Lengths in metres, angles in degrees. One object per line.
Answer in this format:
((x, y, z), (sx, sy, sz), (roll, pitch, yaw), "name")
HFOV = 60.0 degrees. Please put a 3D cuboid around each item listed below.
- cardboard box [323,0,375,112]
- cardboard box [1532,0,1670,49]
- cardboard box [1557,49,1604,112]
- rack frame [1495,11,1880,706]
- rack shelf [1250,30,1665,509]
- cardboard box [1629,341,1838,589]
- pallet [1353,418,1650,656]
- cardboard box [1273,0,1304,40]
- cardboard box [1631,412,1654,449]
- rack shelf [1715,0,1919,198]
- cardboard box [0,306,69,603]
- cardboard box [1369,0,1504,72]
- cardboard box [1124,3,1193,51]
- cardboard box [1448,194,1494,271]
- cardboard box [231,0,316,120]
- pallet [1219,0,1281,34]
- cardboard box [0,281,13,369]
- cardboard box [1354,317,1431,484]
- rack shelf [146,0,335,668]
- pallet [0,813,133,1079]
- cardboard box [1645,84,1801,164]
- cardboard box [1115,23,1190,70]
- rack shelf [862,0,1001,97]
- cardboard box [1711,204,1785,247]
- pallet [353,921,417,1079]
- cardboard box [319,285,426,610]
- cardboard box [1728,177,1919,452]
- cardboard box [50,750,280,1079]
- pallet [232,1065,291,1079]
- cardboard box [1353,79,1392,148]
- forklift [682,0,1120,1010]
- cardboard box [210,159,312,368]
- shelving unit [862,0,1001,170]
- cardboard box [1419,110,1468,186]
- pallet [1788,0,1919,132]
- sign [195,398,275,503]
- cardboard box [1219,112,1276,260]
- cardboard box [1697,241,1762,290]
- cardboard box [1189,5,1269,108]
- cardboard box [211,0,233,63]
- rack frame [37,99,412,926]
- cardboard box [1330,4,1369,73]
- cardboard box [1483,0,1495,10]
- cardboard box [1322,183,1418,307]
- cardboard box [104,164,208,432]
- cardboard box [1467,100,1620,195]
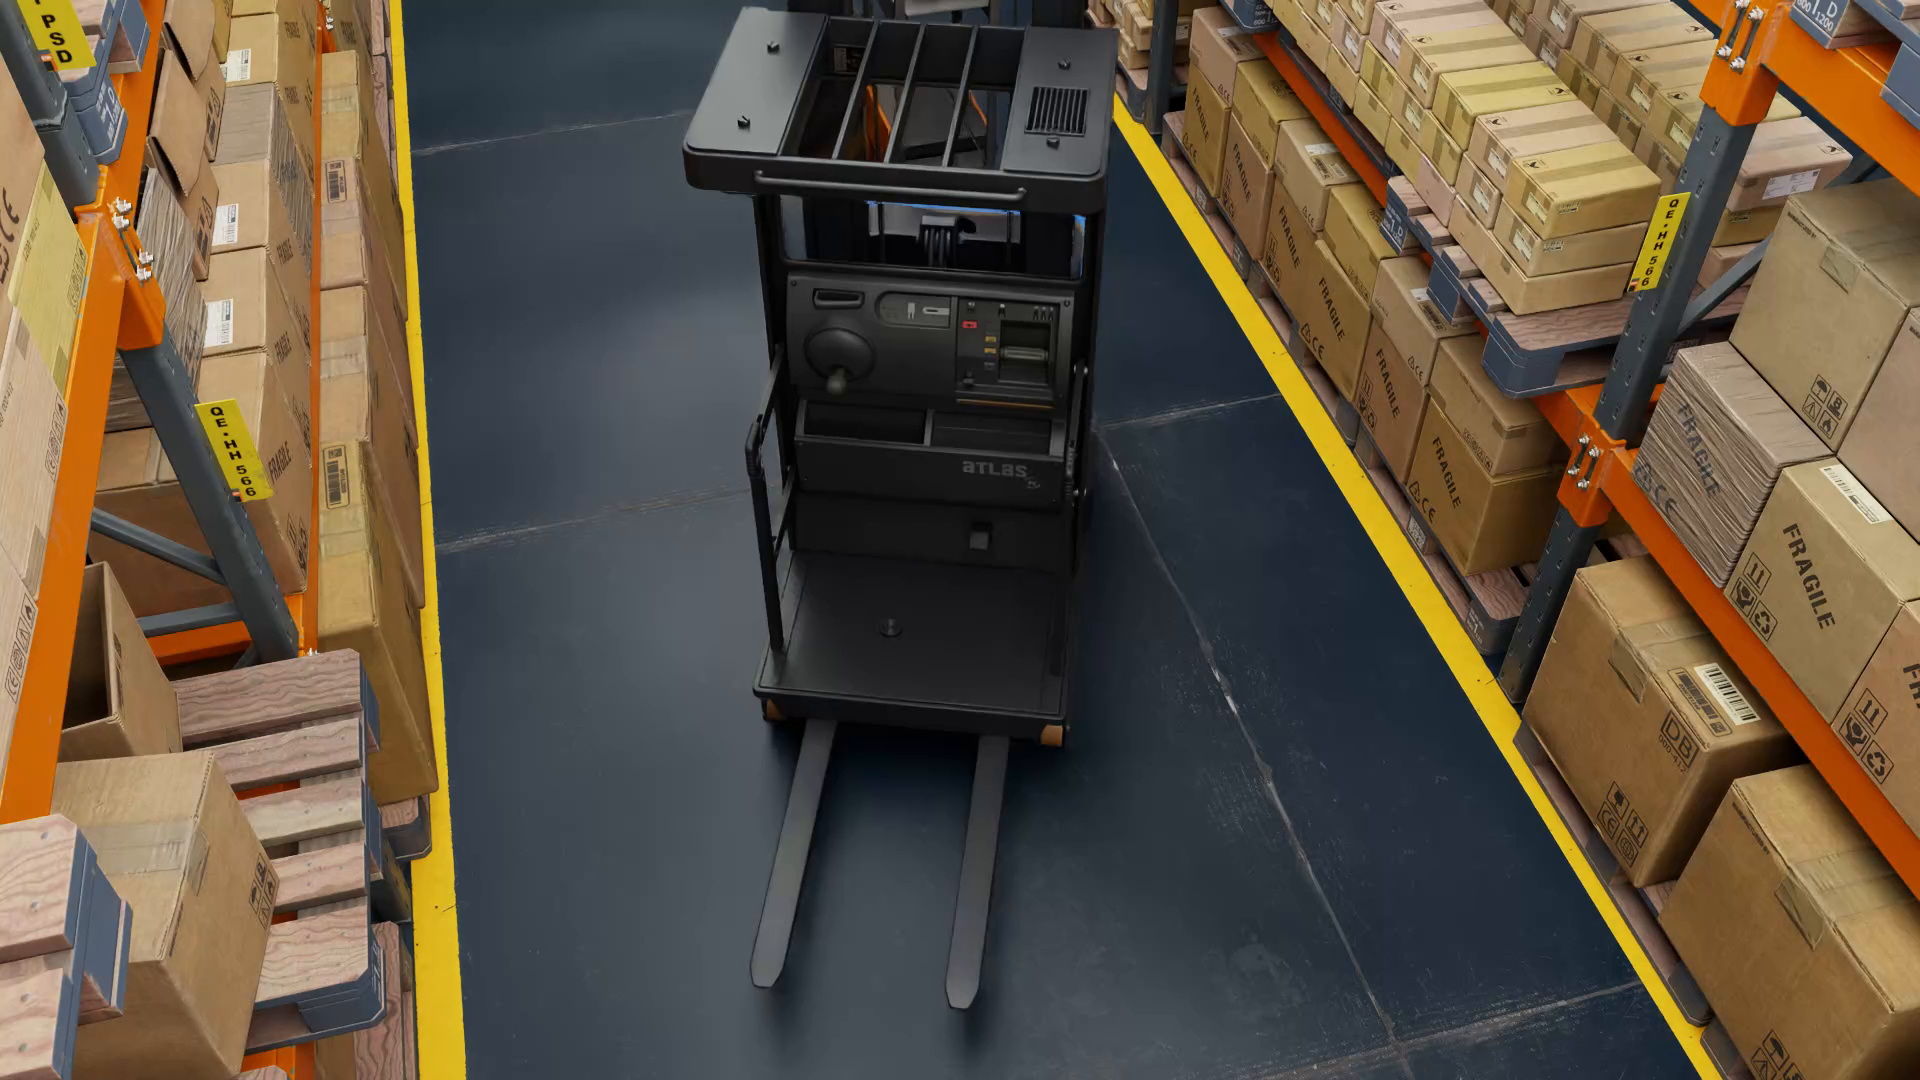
((-3.430, -2.368, 8.165), (0.875, 0.875, 0.875), (-11, 47, -10), "cardboard box")
((2.307, -1.917, 5.994), (0.380, 0.149, 0.250), (-9, 46, -8), "cardboard box")
((2.369, -1.649, 5.939), (0.380, 0.149, 0.250), (-11, 47, -10), "cardboard box")
((2.507, -0.570, 5.209), (1.000, 3.000, 0.127), (-11, 47, -10), "rack frame")
((1.995, -1.699, 6.819), (1.077, 0.370, 4.000), (-11, 47, -10), "rack shelf")
((2.361, -0.246, 4.821), (0.500, 0.500, 0.500), (-10, 46, -10), "cardboard box")
((2.308, -0.134, 6.734), (1.003, 0.211, 1.213), (-11, 47, -10), "pallet")
((1.478, -2.134, 6.623), (0.380, 0.149, 0.250), (-11, 47, -11), "cardboard box")
((2.564, -0.625, 6.194), (0.500, 0.250, 0.500), (-13, 47, -12), "cardboard box")
((3.019, 0.012, 3.041), (1.077, 0.370, 4.000), (-11, 47, -10), "rack shelf")
((-1.815, -0.107, 2.760), (0.500, 0.250, 0.500), (-11, 47, -10), "cardboard box")
((1.681, -1.798, 5.877), (0.380, 0.149, 0.250), (-11, 47, -10), "cardboard box")
((1.095, -2.745, 8.833), (0.380, 0.149, 0.250), (-10, 46, -10), "cardboard box")
((1.874, -1.058, 5.568), (0.380, 0.149, 0.250), (-11, 47, -10), "cardboard box")
((-2.834, -1.914, 6.456), (0.500, 0.500, 0.500), (-9, 46, -9), "cardboard box")
((1.538, -2.711, 7.440), (1.003, 0.211, 1.213), (-11, 47, -10), "pallet")
((-1.808, -0.357, 2.480), (0.500, 0.500, 0.500), (-11, 47, -10), "cardboard box")
((1.956, -0.608, 6.702), (0.500, 0.500, 0.500), (-9, 46, -9), "cardboard box")
((-2.826, -0.862, 5.998), (1.077, 0.370, 4.000), (-11, 47, -10), "rack shelf")
((-1.613, 0.883, 1.816), (1.213, 0.211, 1.003), (-11, 47, -10), "pallet")
((2.504, -1.377, 5.465), (0.380, 0.149, 0.250), (-12, 47, -11), "cardboard box")
((1.053, -2.690, 8.988), (0.380, 0.149, 0.250), (-10, 46, -10), "cardboard box")
((-0.116, -2.072, 6.344), (0.431, 0.518, 0.480), (-12, 47, -12), "rack shelf")
((2.577, -1.104, 5.405), (0.380, 0.149, 0.250), (-9, 46, -9), "cardboard box")
((-2.115, 1.783, 4.855), (1.003, 0.211, 1.213), (-11, 47, -10), "pallet")
((-2.691, -0.234, 6.072), (1.225, 0.875, 0.875), (-11, 47, -10), "cardboard box")
((2.612, -0.644, 4.510), (0.700, 0.500, 0.500), (-11, 47, -11), "cardboard box")
((-1.897, 0.817, 3.485), (0.700, 0.500, 0.500), (-4, 46, -4), "cardboard box")
((-1.768, 1.693, 3.125), (1.003, 0.211, 1.213), (-11, 47, -10), "pallet")
((1.677, -1.593, 6.093), (0.380, 0.149, 0.250), (-13, 47, -12), "cardboard box")
((-0.124, -0.548, 5.235), (1.130, 2.935, 3.031), (5, 46, 5), "forklift")
((-2.444, -0.862, 5.425), (0.500, 0.500, 0.500), (-11, 47, -11), "cardboard box")
((-0.126, -1.589, 6.832), (0.431, 2.100, 0.503), (-12, 47, -12), "shelving unit")
((1.800, -1.356, 5.653), (0.380, 0.149, 0.250), (-10, 46, -9), "cardboard box")
((2.723, -1.119, 3.779), (1.213, 0.211, 1.003), (-9, 46, -8), "pallet")
((-1.792, -0.217, 4.107), (0.100, 0.325, 0.005), (-11, 47, -10), "sign")
((1.552, -1.680, 7.753), (0.500, 0.500, 0.500), (-9, 46, -9), "cardboard box")
((2.587, -0.975, 5.487), (0.380, 0.149, 0.250), (-11, 47, -11), "cardboard box")
((1.416, -2.308, 7.843), (0.500, 0.250, 0.500), (-13, 47, -12), "cardboard box")
((-3.002, -1.966, 5.804), (0.797, 0.503, 0.637), (-10, 46, -10), "cardboard box")
((-2.314, 0.267, 4.388), (1.000, 3.000, 0.127), (-11, 47, -10), "rack frame")
((1.608, -1.882, 6.167), (0.380, 0.149, 0.250), (-10, 46, -9), "cardboard box")
((2.173, -2.178, 6.458), (0.380, 0.149, 0.250), (-9, 46, -9), "cardboard box")
((1.823, -1.230, 6.786), (0.500, 0.250, 0.500), (-10, 46, -9), "cardboard box")
((-2.485, -0.627, 4.492), (0.797, 0.503, 0.637), (-9, 46, -9), "cardboard box")
((1.876, -1.266, 5.356), (0.380, 0.149, 0.250), (-11, 47, -11), "cardboard box")
